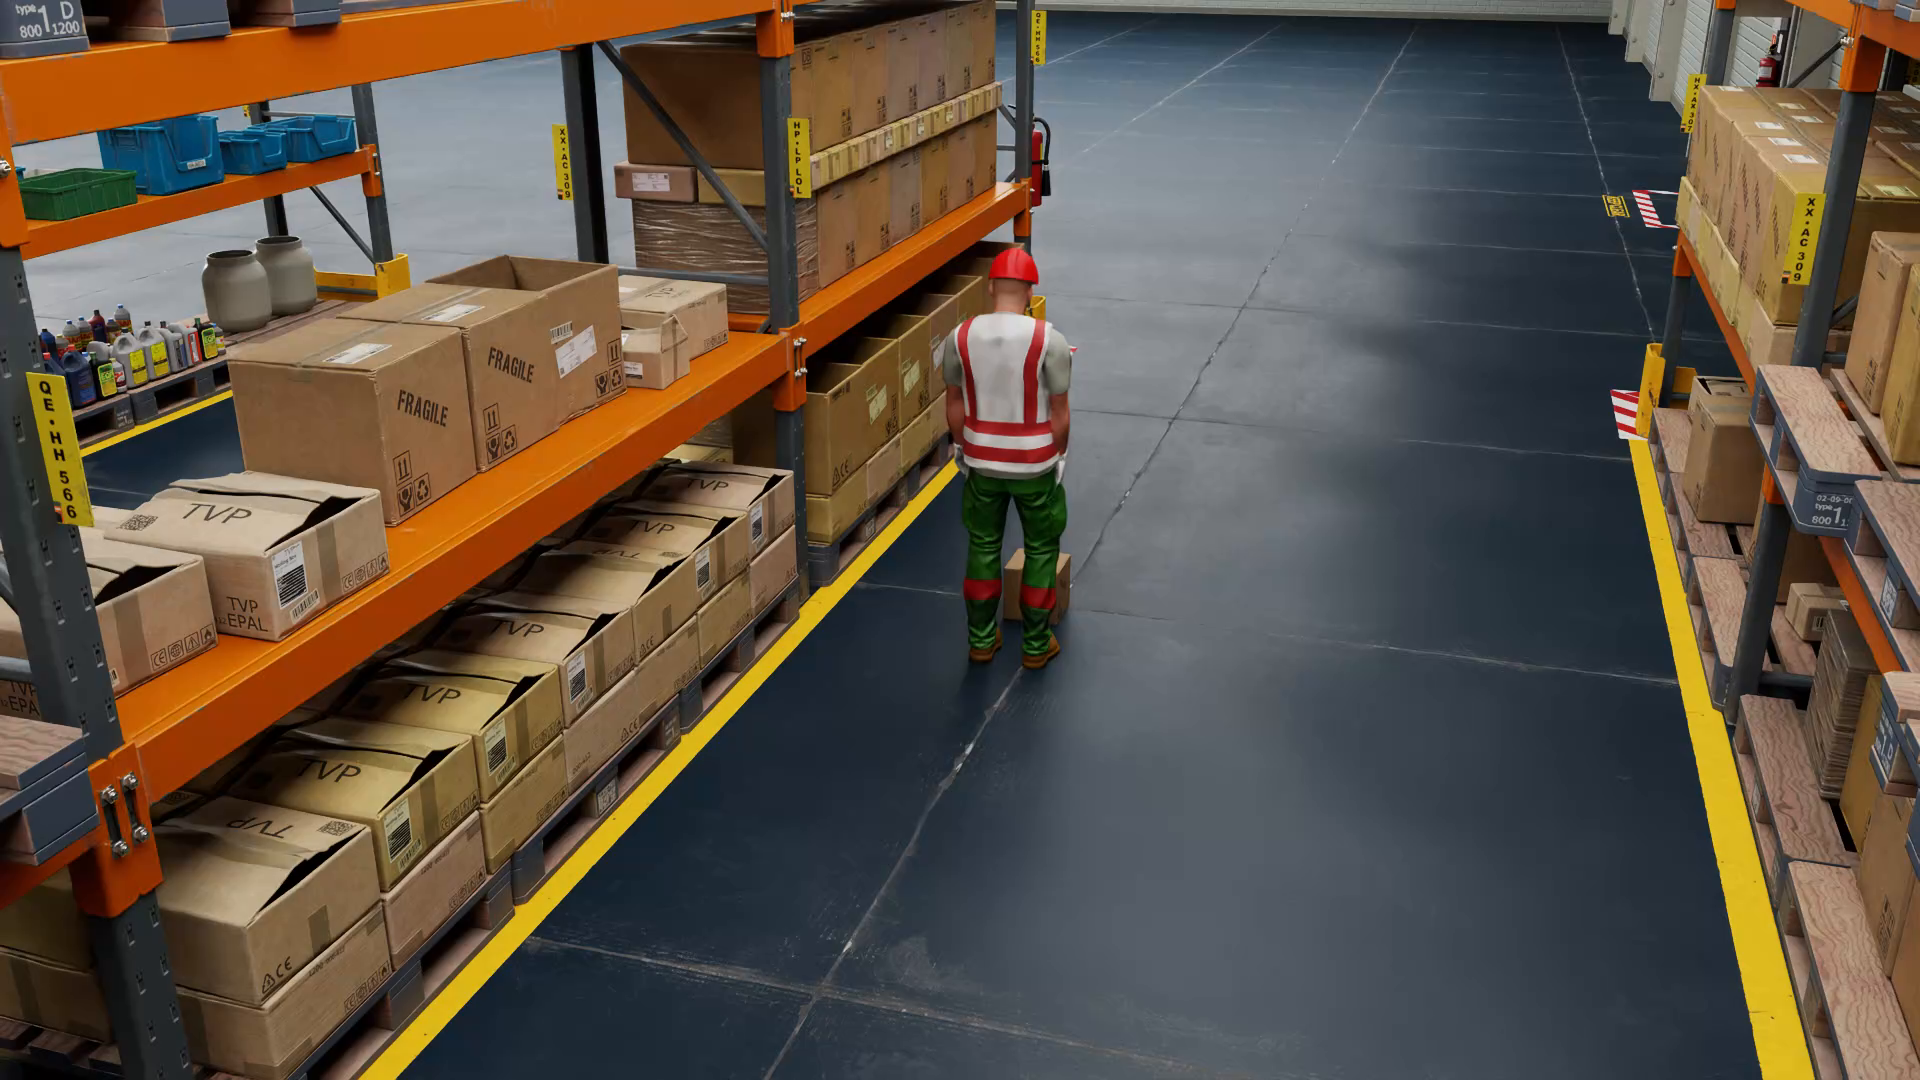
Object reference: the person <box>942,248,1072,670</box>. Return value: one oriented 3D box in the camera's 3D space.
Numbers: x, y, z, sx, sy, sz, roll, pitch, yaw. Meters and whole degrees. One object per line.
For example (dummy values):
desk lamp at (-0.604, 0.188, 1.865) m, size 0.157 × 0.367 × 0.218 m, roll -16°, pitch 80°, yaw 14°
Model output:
person at (0.202, -0.328, 6.914) m, size 0.534 × 1.763 × 0.400 m, roll 7°, pitch 23°, yaw 17°
